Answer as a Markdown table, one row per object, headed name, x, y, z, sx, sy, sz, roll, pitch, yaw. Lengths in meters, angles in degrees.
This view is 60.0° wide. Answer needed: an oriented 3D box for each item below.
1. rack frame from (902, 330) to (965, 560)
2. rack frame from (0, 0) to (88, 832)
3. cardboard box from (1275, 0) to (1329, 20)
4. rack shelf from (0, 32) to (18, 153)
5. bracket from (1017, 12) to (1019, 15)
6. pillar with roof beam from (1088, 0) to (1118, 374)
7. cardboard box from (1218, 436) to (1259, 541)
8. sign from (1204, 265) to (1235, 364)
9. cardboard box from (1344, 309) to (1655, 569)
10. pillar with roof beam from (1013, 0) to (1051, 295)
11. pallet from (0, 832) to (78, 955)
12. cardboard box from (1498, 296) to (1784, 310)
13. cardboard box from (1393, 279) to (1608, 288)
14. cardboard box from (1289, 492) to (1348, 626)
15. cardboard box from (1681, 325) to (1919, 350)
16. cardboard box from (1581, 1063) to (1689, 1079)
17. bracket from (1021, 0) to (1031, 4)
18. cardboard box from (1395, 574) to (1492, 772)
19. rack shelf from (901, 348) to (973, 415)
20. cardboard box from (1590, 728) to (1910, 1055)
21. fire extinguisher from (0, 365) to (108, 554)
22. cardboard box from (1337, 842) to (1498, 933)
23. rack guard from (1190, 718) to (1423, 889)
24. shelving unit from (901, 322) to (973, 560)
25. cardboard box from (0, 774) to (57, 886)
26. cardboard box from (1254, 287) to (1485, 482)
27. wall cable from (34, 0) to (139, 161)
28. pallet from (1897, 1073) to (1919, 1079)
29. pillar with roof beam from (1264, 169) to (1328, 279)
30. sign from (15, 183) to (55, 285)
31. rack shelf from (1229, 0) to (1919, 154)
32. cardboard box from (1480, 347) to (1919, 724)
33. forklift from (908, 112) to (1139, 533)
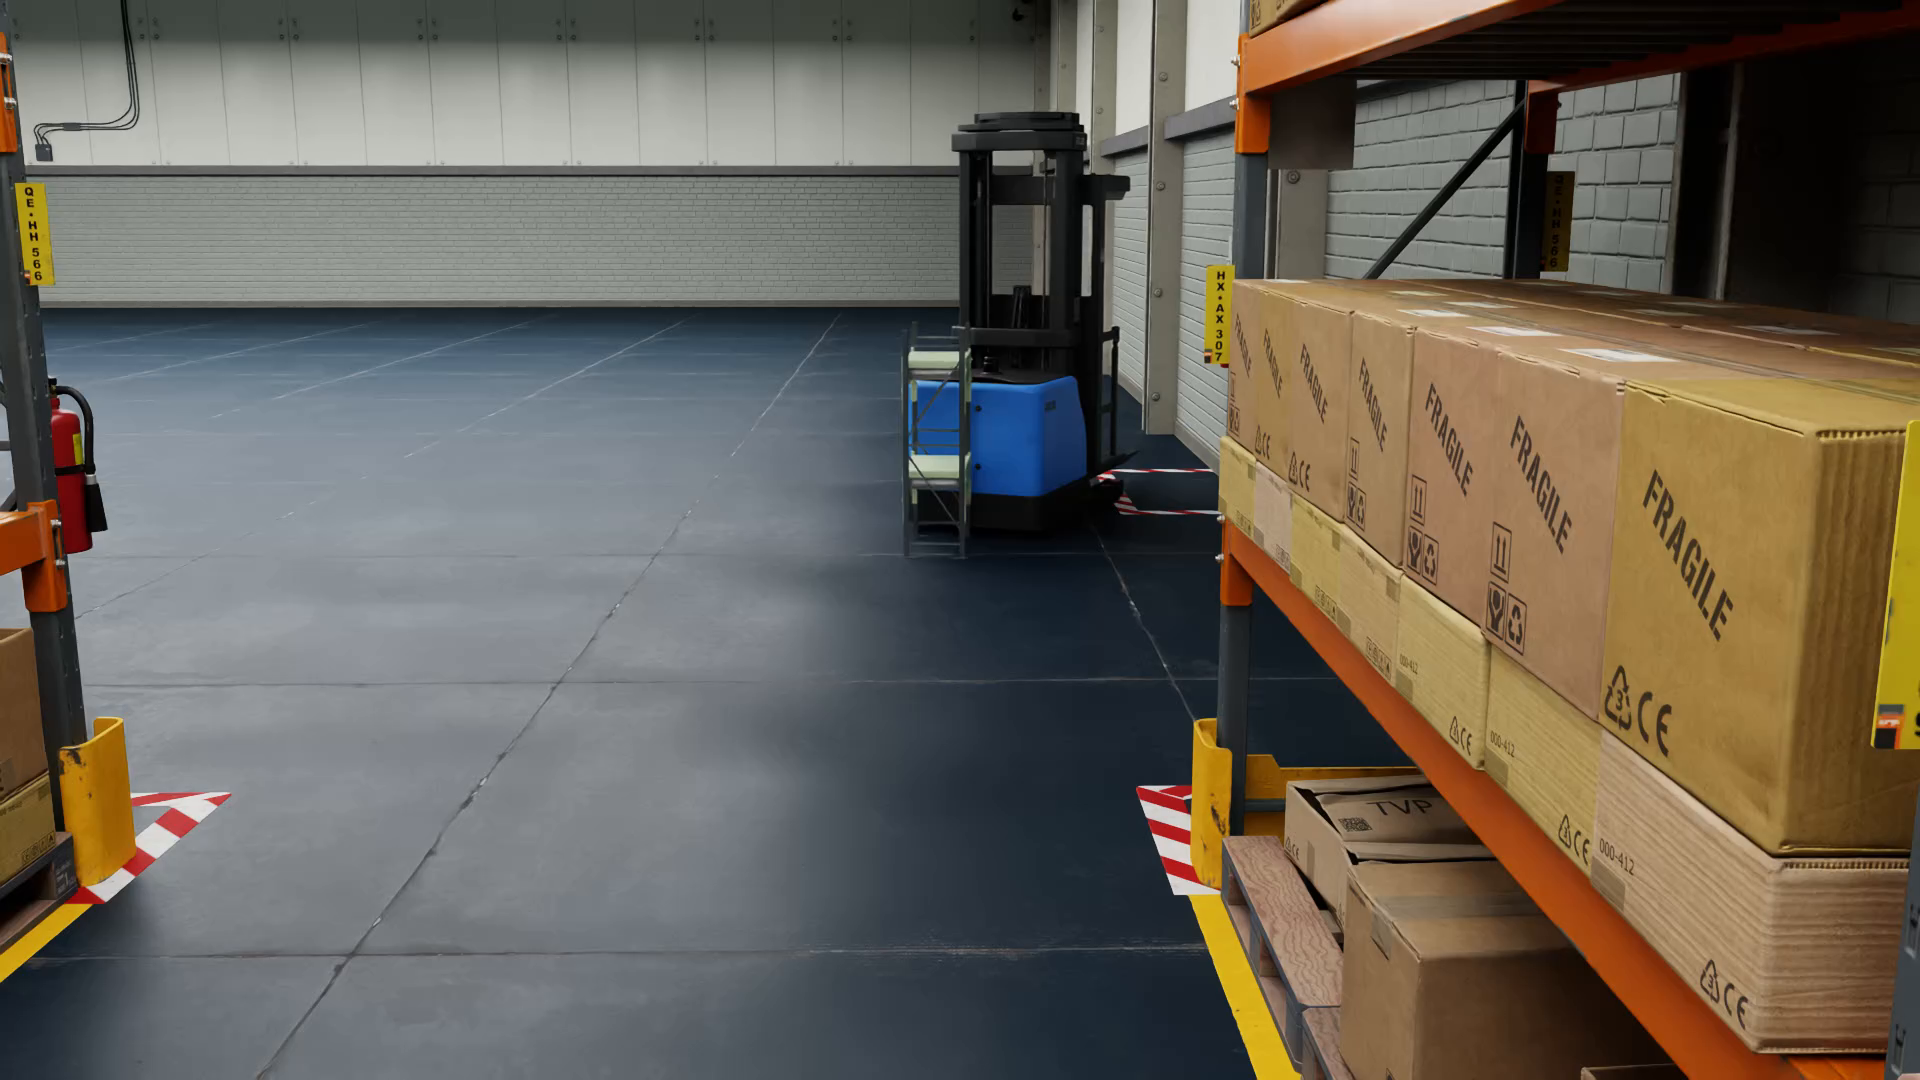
| name | x | y | z | sx | sy | sz | roll | pitch | yaw |
| --- | --- | --- | --- | --- | --- | --- | --- | --- | --- |
| rack frame | -0.169 | -0.609 | 10.788 | 0.400 | 1.500 | 0.023 | 1 | 11 | 3 |
| rack frame | -3.543 | -0.307 | 5.530 | 1.000 | 3.000 | 0.127 | 0 | 11 | -1 |
| cardboard box | 1.142 | -1.683 | 4.464 | 0.500 | 0.500 | 0.500 | 1 | 11 | 3 |
| rack shelf | -3.502 | -1.027 | 3.344 | 1.077 | 0.370 | 4.000 | 0 | 11 | -1 |
| bracket | 1.269 | -11.295 | 35.549 | 0.076 | 0.066 | 3.189 | 0 | 11 | -1 |
| pillar with roof beam | -2.387 | -6.693 | 21.919 | 9.100 | 9.000 | 0.400 | 0 | 11 | -1 |
| cardboard box | 1.102 | -0.166 | 5.162 | 0.500 | 0.250 | 0.500 | -1 | 11 | -3 |
| sign | 0.867 | -0.750 | 5.537 | 0.100 | 0.325 | 0.005 | 0 | 11 | -1 |
| cardboard box | 1.146 | -0.233 | 3.602 | 0.500 | 0.500 | 0.500 | 0 | 11 | 1 |
| pillar with roof beam | -2.635 | -9.079 | 33.677 | 9.100 | 9.000 | 0.548 | 0 | 11 | -1 |
| pallet | -3.485 | 1.211 | 5.059 | 1.003 | 0.211 | 1.213 | 0 | 11 | -1 |
| cardboard box | 1.647 | -0.337 | 4.115 | 0.500 | 0.500 | 0.500 | -1 | 11 | -3 |
| cardboard box | 1.632 | -0.539 | 5.115 | 0.500 | 0.500 | 0.500 | 0 | 11 | -2 |
| cardboard box | 1.132 | 0.038 | 4.154 | 0.500 | 0.250 | 0.500 | 0 | 11 | -2 |
| cardboard box | 1.680 | -0.133 | 3.113 | 0.500 | 0.500 | 0.500 | 0 | 11 | 0 |
| cardboard box | 1.431 | 1.270 | 2.935 | 0.500 | 0.500 | 0.500 | -1 | 12 | -5 |
| bracket | 1.323 | -10.777 | 32.992 | 0.235 | 0.232 | 0.430 | 0 | 11 | -1 |
| cardboard box | 1.151 | 0.238 | 3.166 | 0.500 | 0.250 | 0.500 | 0 | 11 | -1 |
| rack shelf | -0.149 | -1.064 | 11.069 | 0.431 | 0.370 | 0.720 | 1 | 11 | 3 |
| cardboard box | 1.179 | 0.437 | 2.185 | 0.500 | 0.250 | 0.500 | 0 | 11 | -1 |
| fire extinguisher | -3.081 | -0.295 | 5.663 | 0.296 | 0.674 | 0.183 | 0 | 11 | -1 |
| cardboard box | 1.346 | 1.025 | 4.619 | 0.500 | 0.311 | 0.500 | 1 | 11 | 4 |
| rack guard | 1.411 | 0.912 | 5.808 | 1.175 | 0.500 | 0.348 | 0 | 11 | -1 |
| shelving unit | -0.149 | -0.682 | 11.146 | 0.431 | 1.500 | 0.755 | 1 | 11 | 3 |
| cardboard box | -3.237 | 0.940 | 5.242 | 0.500 | 0.250 | 0.500 | 0 | 11 | -1 |
| cardboard box | 1.119 | -0.438 | 4.614 | 0.500 | 0.500 | 0.500 | 0 | 11 | -1 |
| wall cable | -19.071 | -11.261 | 35.878 | 2.305 | 6.003 | 0.169 | 0 | 11 | -1 |
| pallet | 1.362 | 0.713 | 0.982 | 1.003 | 0.211 | 1.213 | 0 | 11 | -1 |
| pillar with roof beam | -2.139 | -4.308 | 10.161 | 9.100 | 9.000 | 0.400 | 0 | 11 | -1 |
| sign | -3.000 | -0.990 | 5.389 | 0.100 | 0.325 | 0.005 | 0 | 11 | -1 |
| rack shelf | 1.451 | -1.048 | 3.447 | 1.077 | 0.370 | 4.000 | 0 | 11 | -1 |
| cardboard box | 1.157 | -0.029 | 2.599 | 0.500 | 0.500 | 0.500 | 0 | 11 | -1 |
| forklift | 0.643 | -1.738 | 12.754 | 1.130 | 2.935 | 3.031 | 5 | 12 | 22 |
